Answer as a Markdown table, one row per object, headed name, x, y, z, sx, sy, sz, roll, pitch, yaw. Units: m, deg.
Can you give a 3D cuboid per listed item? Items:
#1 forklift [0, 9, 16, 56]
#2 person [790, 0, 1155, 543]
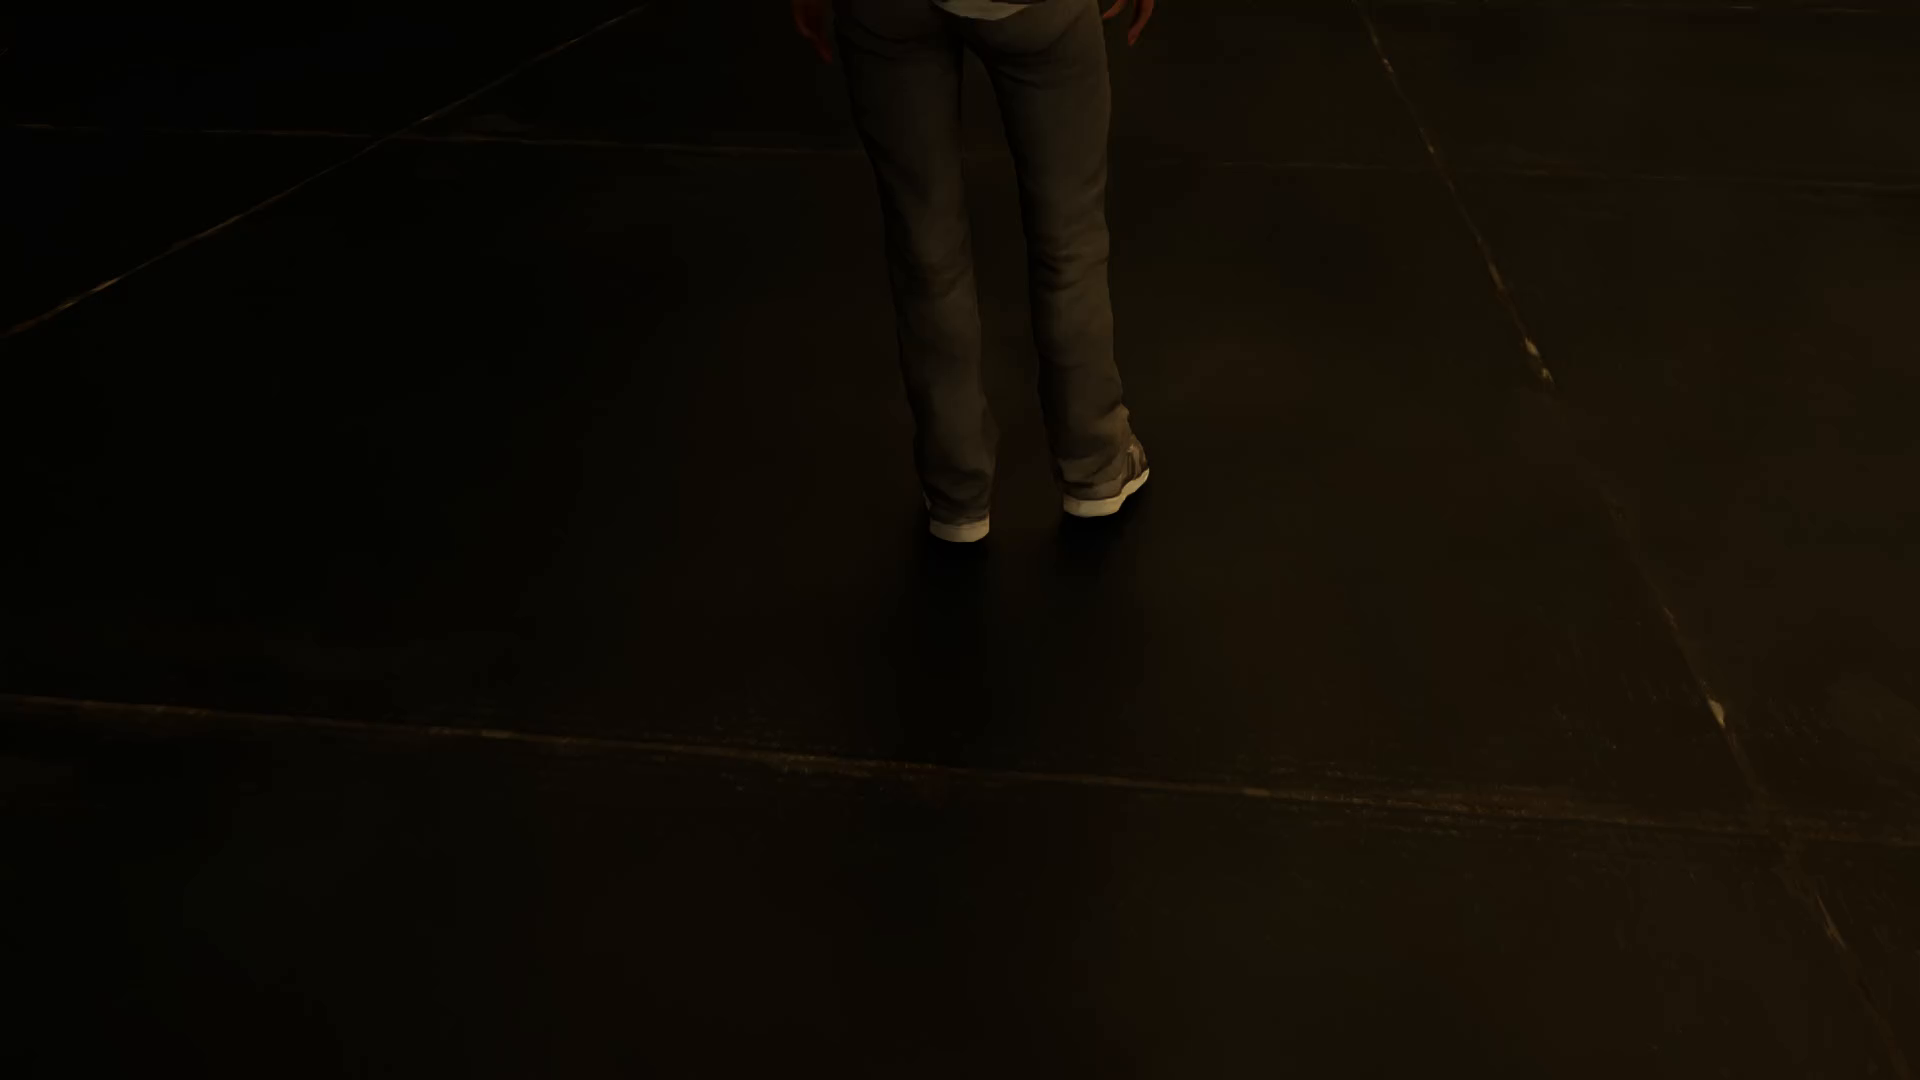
| name | x | y | z | sx | sy | sz | roll | pitch | yaw |
| --- | --- | --- | --- | --- | --- | --- | --- | --- | --- |
| forklift | -4.068 | -3.045 | 5.321 | 1.130 | 2.935 | 3.031 | 13 | 29 | 24 |
| person | 0.023 | -0.753 | 2.204 | 0.521 | 1.597 | 0.474 | 3 | 27 | 7 |
